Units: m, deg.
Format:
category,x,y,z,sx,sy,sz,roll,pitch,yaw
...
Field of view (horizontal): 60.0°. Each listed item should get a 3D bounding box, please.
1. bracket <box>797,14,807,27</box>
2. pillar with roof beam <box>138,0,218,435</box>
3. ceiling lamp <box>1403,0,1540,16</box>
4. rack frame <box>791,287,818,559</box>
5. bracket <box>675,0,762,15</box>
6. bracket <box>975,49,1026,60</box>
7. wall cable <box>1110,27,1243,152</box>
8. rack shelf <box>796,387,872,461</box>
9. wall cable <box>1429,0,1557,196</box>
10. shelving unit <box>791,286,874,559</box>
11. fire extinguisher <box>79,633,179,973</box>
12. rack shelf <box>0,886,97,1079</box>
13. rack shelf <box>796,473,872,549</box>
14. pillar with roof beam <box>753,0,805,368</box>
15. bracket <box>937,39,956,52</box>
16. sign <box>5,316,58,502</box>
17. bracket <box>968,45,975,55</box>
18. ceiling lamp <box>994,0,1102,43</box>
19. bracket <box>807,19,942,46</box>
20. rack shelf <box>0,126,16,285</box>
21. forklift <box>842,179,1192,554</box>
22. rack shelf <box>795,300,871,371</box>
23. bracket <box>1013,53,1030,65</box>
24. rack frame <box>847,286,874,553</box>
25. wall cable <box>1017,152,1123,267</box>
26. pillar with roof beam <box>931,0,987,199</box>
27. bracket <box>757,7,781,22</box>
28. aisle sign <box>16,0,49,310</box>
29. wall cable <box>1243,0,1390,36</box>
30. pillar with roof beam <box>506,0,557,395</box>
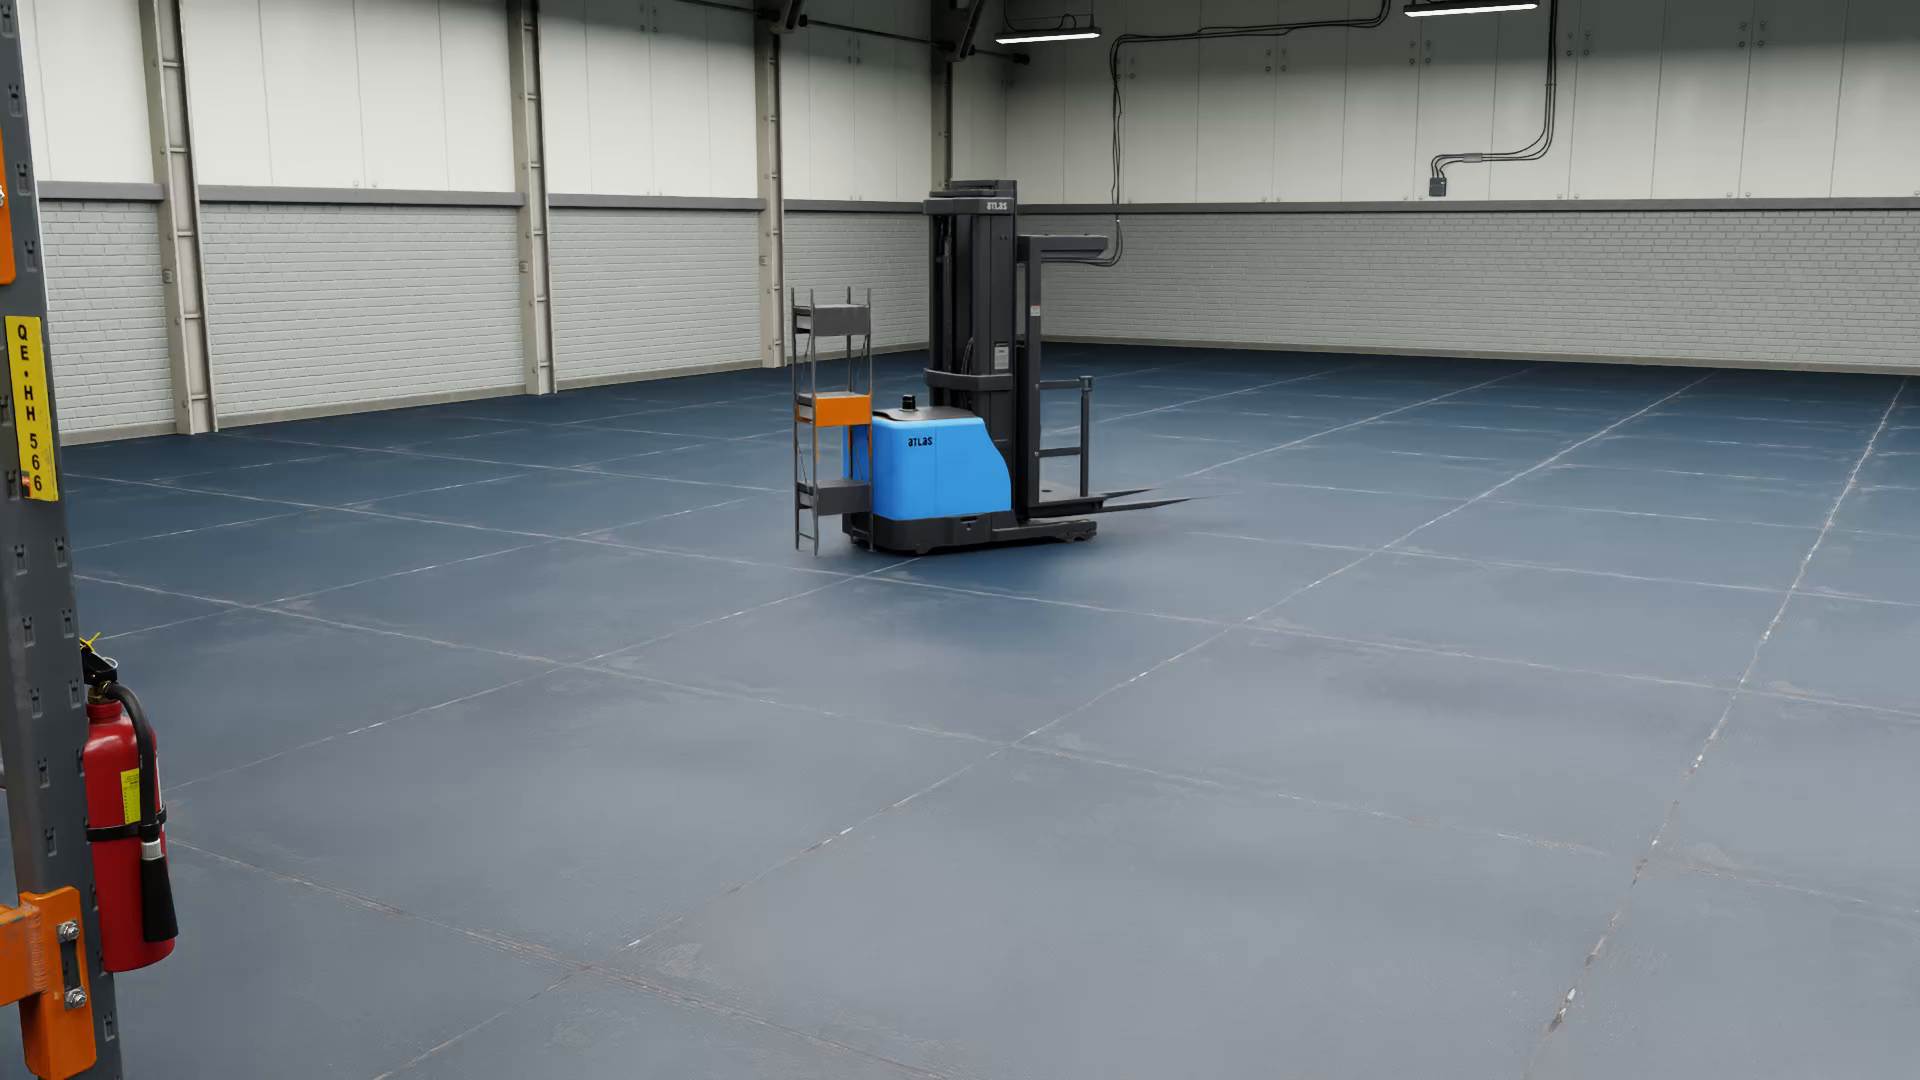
category,x,y,z,sx,sy,sz,roll,pitch,yaw
bracket,-2.981,-9.485,30.299,0.235,0.232,0.430,6,12,31
pillar with roof beam,-6.050,-5.386,18.185,9.100,9.000,0.400,6,12,31
ceiling lamp,7.985,-9.730,25.525,2.000,3.185,0.800,6,12,31
rack frame,-1.223,-0.918,13.064,0.015,2.100,0.400,-6,12,-29
bracket,-4.749,-8.950,27.438,0.076,0.066,4.783,6,12,31
bracket,1.058,-10.709,36.834,0.076,0.066,3.189,6,12,31
wall cable,4.587,-9.663,35.744,3.097,2.526,0.112,6,12,31
rack shelf,-1.010,-0.926,13.184,0.480,0.518,0.431,-6,12,-29
wall cable,10.381,-9.728,32.133,2.305,6.003,0.169,6,12,31
shelving unit,-1.010,-0.940,13.182,0.503,2.100,0.431,-6,12,-29
fire extinguisher,-1.661,0.499,3.259,0.296,0.674,0.183,6,12,31
rack shelf,-3.152,1.104,1.777,1.077,0.370,4.000,6,12,31
rack shelf,-1.010,-0.238,13.313,0.480,0.518,0.431,-6,12,-29
pillar with roof beam,0.180,-7.274,28.266,9.100,9.000,0.548,6,12,31
bracket,-0.296,-10.299,34.642,0.235,0.232,0.430,6,12,31
sign,-1.650,-0.233,2.956,0.100,0.325,0.005,6,12,31
bracket,0.135,-10.429,35.340,0.235,0.232,0.430,6,12,31
ceiling lamp,1.669,-10.436,29.296,2.000,3.185,0.800,6,12,31
bracket,-1.634,-9.893,32.478,0.076,0.066,4.783,6,12,31
rack shelf,-3.152,-0.371,1.501,1.077,0.370,4.000,6,12,31
forklift,0.558,-1.501,13.922,3.031,2.935,1.130,-6,12,-29
rack shelf,-1.010,-1.614,13.055,0.480,0.518,0.431,-6,12,-29
bracket,1.365,-10.802,37.331,0.235,0.232,0.430,6,12,31
rack frame,-0.798,-0.962,13.300,0.015,2.100,0.400,-6,12,-29
wall cable,2.275,-7.439,37.589,3.097,2.526,0.112,6,12,31
pillar with roof beam,3.295,-8.217,33.307,9.100,9.000,0.548,6,12,31
bracket,-3.411,-9.355,29.602,0.235,0.232,0.430,6,12,31
aisle sign,-1.825,-0.823,3.051,0.394,0.787,0.004,6,12,31
wall cable,7.232,-11.603,33.746,3.097,2.526,0.112,6,12,31
pillar with roof beam,-2.935,-6.330,23.226,9.100,9.000,0.400,6,12,31
